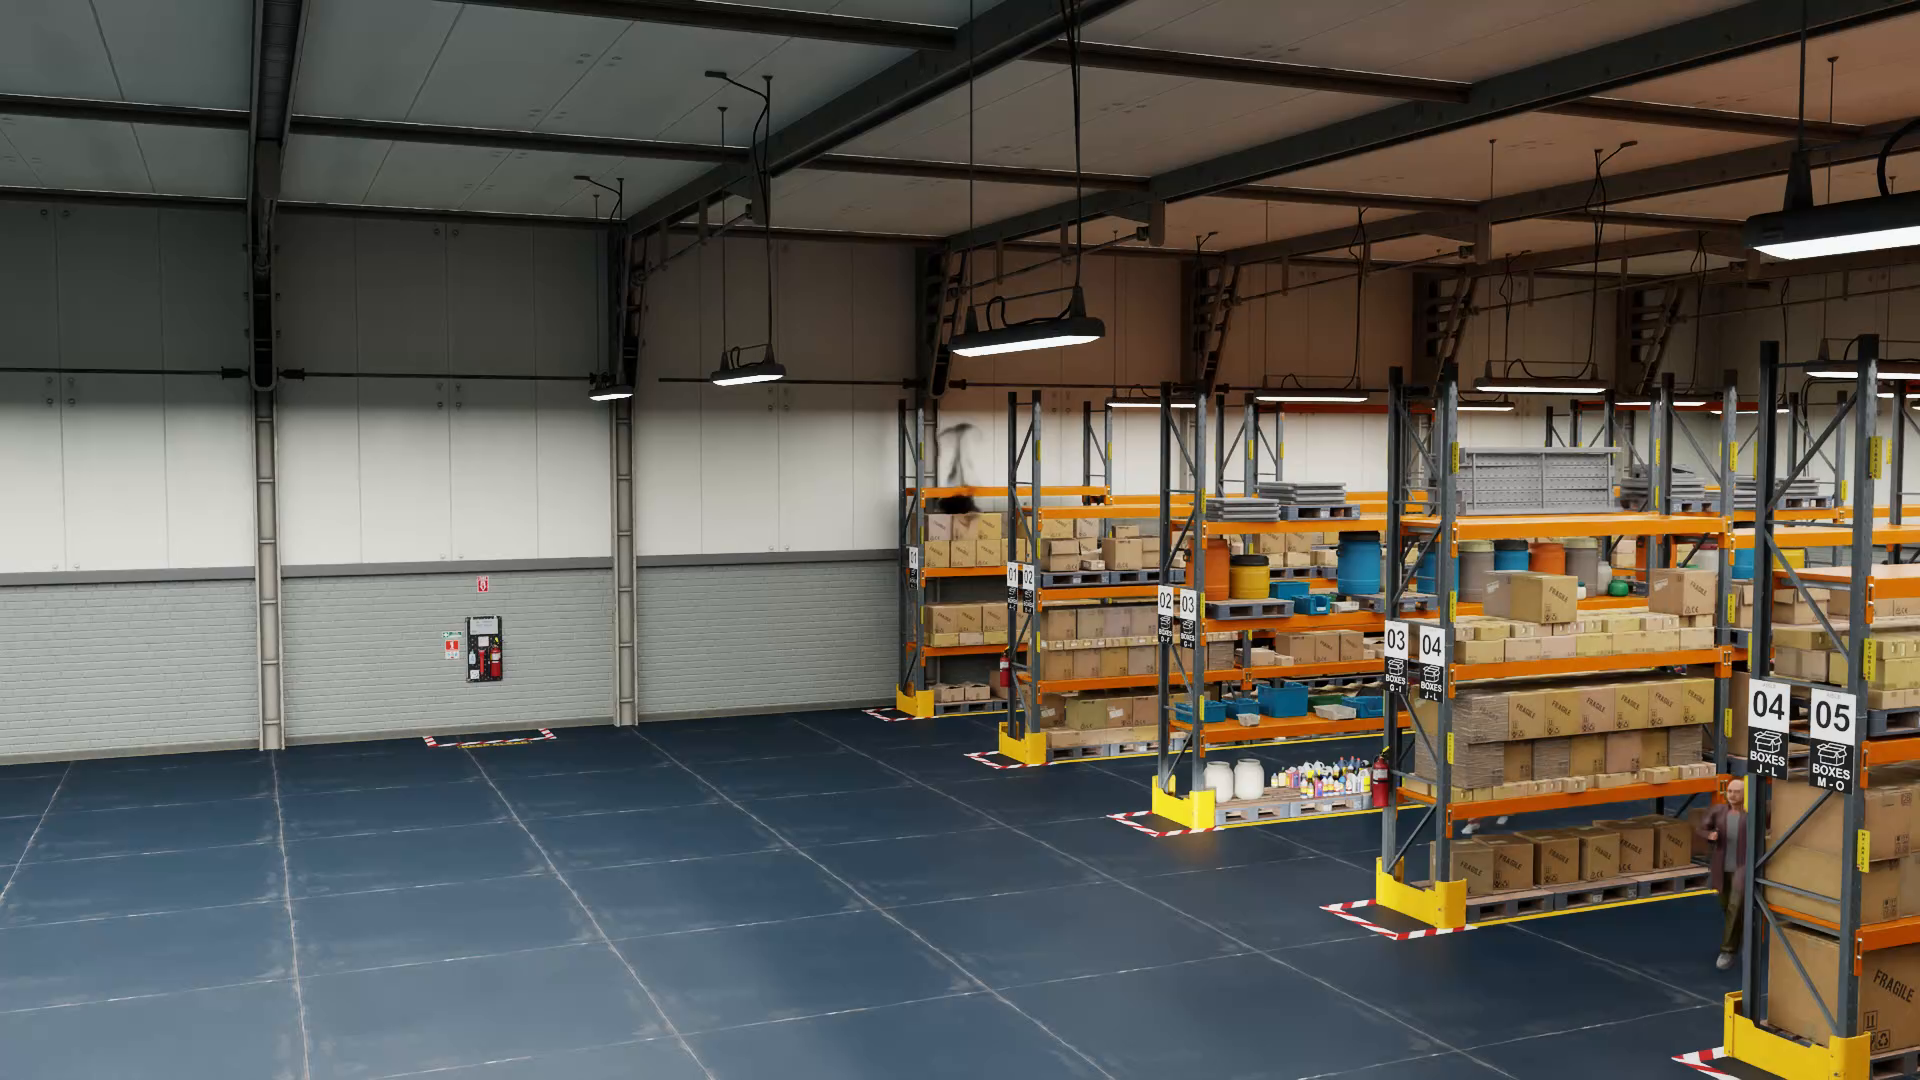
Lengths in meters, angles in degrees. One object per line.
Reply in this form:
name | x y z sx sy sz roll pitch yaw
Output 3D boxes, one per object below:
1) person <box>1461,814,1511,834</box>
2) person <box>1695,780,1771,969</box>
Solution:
person | 7.039 3.033 22.058 0.895 1.692 0.558 -2 4 -29
person | 7.707 3.277 16.559 0.959 1.798 0.709 -3 5 -45
